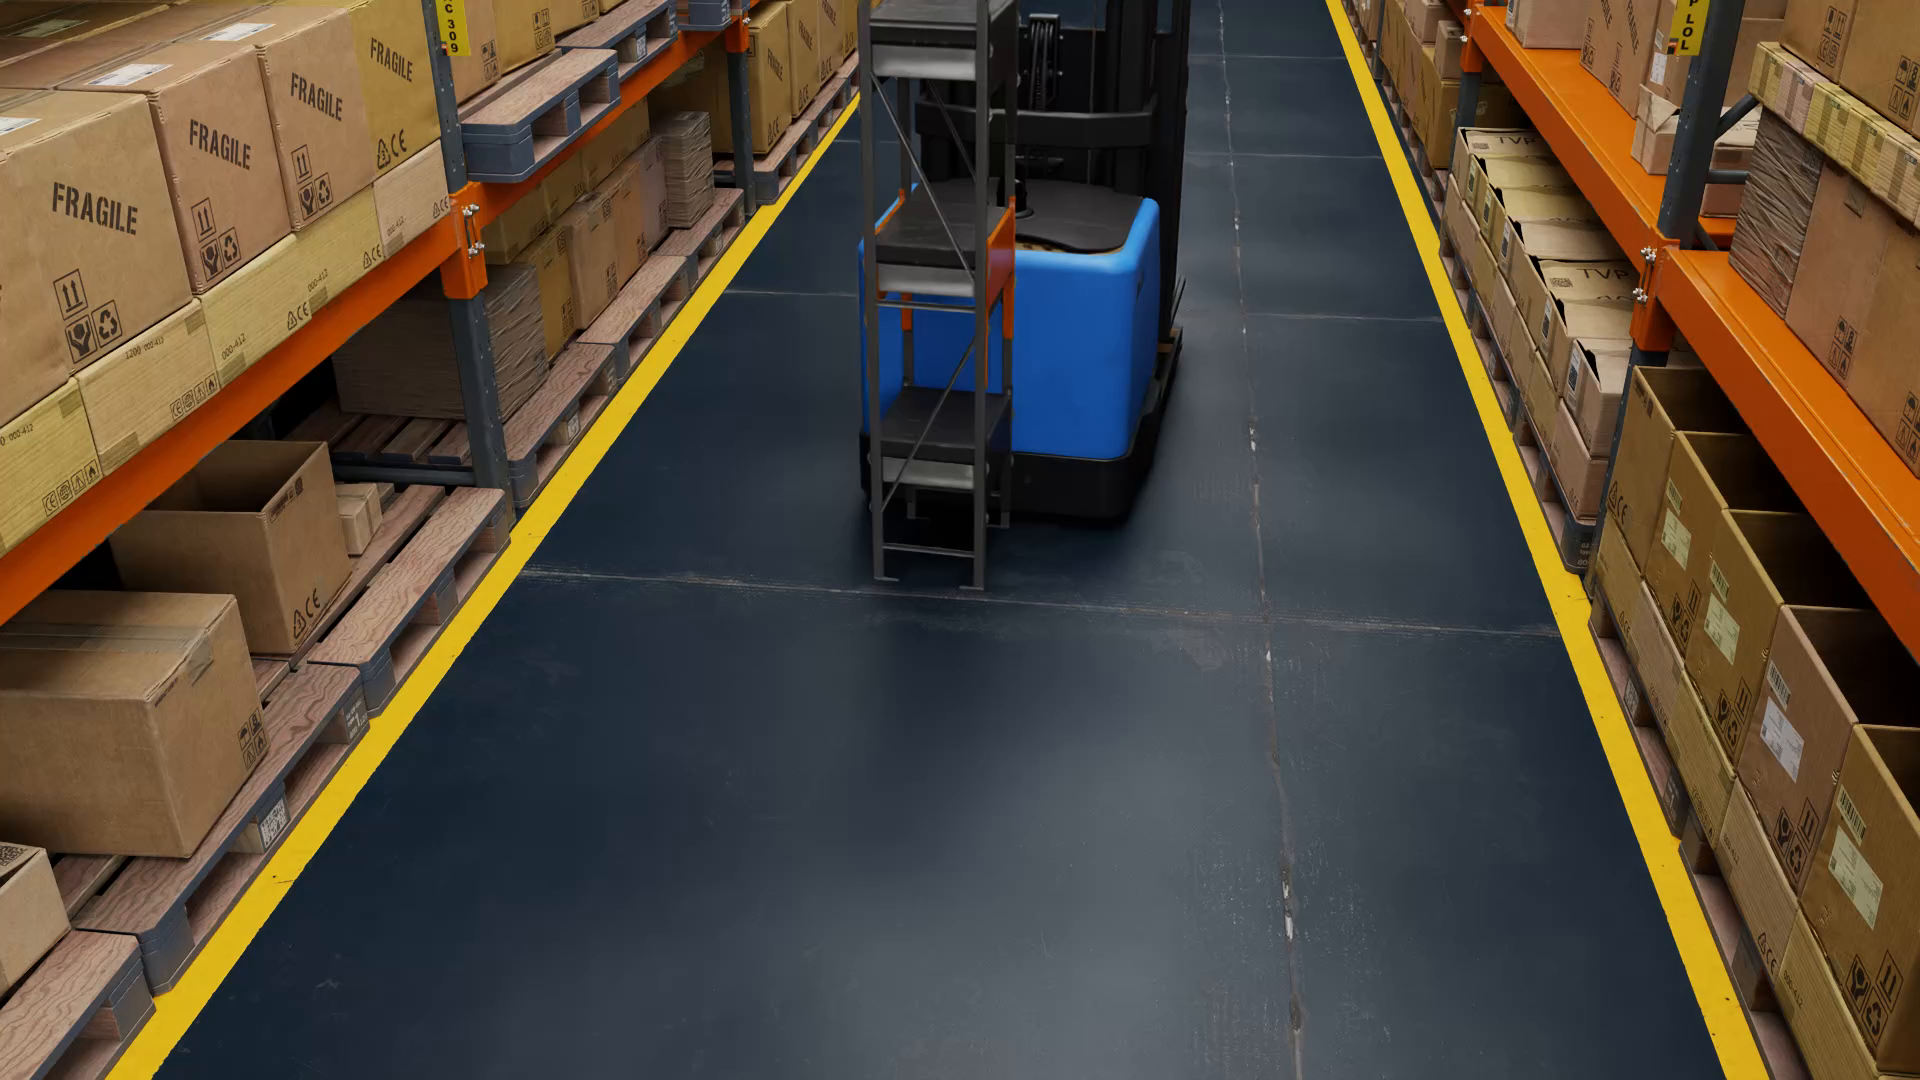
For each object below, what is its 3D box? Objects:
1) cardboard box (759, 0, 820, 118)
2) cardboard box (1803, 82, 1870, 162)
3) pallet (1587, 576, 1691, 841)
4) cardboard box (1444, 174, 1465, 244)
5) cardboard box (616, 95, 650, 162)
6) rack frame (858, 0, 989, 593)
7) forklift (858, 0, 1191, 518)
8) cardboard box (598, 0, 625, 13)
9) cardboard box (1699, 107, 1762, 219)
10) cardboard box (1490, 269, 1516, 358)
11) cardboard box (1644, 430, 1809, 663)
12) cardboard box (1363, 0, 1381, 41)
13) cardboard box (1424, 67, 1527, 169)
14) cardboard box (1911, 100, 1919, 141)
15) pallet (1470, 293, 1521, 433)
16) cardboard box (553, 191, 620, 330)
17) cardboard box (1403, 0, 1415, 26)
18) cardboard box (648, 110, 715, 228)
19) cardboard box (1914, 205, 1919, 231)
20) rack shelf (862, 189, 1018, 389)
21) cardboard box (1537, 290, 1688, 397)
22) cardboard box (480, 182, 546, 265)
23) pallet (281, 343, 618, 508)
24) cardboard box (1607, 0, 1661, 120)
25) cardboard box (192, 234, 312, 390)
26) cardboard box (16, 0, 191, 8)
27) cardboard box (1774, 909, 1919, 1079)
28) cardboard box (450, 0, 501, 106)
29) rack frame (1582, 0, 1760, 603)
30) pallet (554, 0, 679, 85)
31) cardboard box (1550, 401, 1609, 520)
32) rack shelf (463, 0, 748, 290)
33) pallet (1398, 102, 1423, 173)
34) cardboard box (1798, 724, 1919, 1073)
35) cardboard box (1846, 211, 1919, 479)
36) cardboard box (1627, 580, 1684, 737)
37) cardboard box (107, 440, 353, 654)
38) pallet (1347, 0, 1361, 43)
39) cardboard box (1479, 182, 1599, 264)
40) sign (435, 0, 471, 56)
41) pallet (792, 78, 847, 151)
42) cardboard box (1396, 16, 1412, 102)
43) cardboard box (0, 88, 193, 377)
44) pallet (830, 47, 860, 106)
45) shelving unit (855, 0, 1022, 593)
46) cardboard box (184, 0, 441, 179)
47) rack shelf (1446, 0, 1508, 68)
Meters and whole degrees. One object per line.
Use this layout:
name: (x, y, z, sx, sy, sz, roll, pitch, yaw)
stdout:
cardboard box: (-1.377, -3.258, 10.959, 0.750, 0.750, 0.750, 3, 28, 6)
cardboard box: (2.430, -1.075, 4.293, 0.380, 0.149, 0.250, 3, 28, 5)
pallet: (2.577, 0.499, 5.101, 1.003, 0.211, 1.213, 3, 28, 6)
cardboard box: (2.850, -1.728, 8.751, 0.500, 0.250, 0.500, 3, 28, 6)
cardboard box: (-1.880, -2.086, 8.341, 0.500, 0.250, 0.500, 4, 29, 7)
rack frame: (-0.112, -0.761, 5.448, 0.400, 2.100, 0.015, 6, 29, 11)
forklift: (0.428, -2.053, 6.971, 1.130, 2.935, 3.031, 6, 29, 11)
cardboard box: (-1.889, -2.697, 7.525, 0.700, 0.500, 0.500, 3, 28, 6)
cardboard box: (2.733, -1.269, 5.600, 0.500, 0.250, 0.500, 5, 29, 9)
cardboard box: (2.669, -1.005, 7.409, 0.500, 0.250, 0.500, 4, 29, 7)
cardboard box: (2.295, 0.031, 4.695, 0.500, 0.500, 0.500, 3, 28, 6)
cardboard box: (3.484, -4.244, 13.137, 0.500, 0.500, 0.500, 3, 28, 6)
cardboard box: (3.087, -2.530, 9.956, 0.500, 0.500, 0.500, 4, 29, 8)
cardboard box: (2.545, -1.033, 3.531, 0.700, 0.500, 0.500, 3, 28, 6)
pallet: (2.914, -0.798, 7.508, 1.003, 0.211, 1.213, 3, 28, 6)
cardboard box: (-2.011, -1.311, 7.693, 0.700, 0.500, 0.500, 4, 29, 7)
cardboard box: (3.272, -3.605, 11.160, 0.500, 0.250, 0.500, 3, 29, 6)
cardboard box: (-1.747, -2.021, 9.010, 0.700, 0.500, 0.500, 4, 29, 7)
cardboard box: (2.337, -0.708, 3.612, 0.380, 0.149, 0.250, 3, 28, 5)
rack shelf: (-0.060, -0.862, 5.664, 0.431, 0.518, 0.480, 6, 29, 11)
cardboard box: (2.538, -0.774, 6.389, 0.500, 0.311, 0.500, 4, 29, 8)
cardboard box: (-2.077, -1.365, 7.002, 0.500, 0.250, 0.500, 3, 28, 5)
pallet: (-2.107, -0.525, 7.003, 1.003, 0.211, 1.213, 3, 28, 6)
cardboard box: (2.952, -1.989, 6.673, 0.500, 0.500, 0.500, 3, 28, 6)
cardboard box: (-2.074, -0.617, 4.370, 0.500, 0.250, 0.500, 3, 28, 6)
cardboard box: (-2.466, -1.450, 5.126, 0.500, 0.500, 0.500, 3, 28, 5)
cardboard box: (2.107, 1.067, 3.563, 0.500, 0.250, 0.500, 3, 28, 6)
cardboard box: (-2.105, -1.862, 5.974, 0.700, 0.500, 0.500, 3, 29, 6)
rack frame: (2.716, -1.100, 5.130, 1.000, 3.000, 0.127, 3, 28, 6)
pallet: (-1.913, -2.251, 7.467, 1.003, 0.211, 1.213, 3, 28, 6)
cardboard box: (2.479, -0.287, 6.076, 0.500, 0.250, 0.500, 3, 28, 6)
rack shelf: (-1.956, -2.011, 7.579, 1.077, 0.370, 4.000, 3, 28, 6)
pallet: (3.487, -2.677, 10.997, 1.003, 0.211, 1.213, 3, 28, 6)
cardboard box: (2.104, 0.737, 3.386, 0.500, 0.500, 0.500, 3, 28, 6)
cardboard box: (2.544, -0.451, 3.818, 0.700, 0.500, 0.500, 4, 29, 7)
cardboard box: (2.292, 0.361, 4.874, 0.500, 0.250, 0.500, 3, 28, 6)
cardboard box: (-2.289, 0.011, 5.238, 0.500, 0.500, 0.500, 1, 28, 2)
pallet: (3.928, -4.537, 14.450, 1.003, 0.211, 1.213, 3, 28, 6)
cardboard box: (2.729, -1.487, 7.713, 0.500, 0.311, 0.500, 3, 28, 5)
sign: (-1.662, -1.740, 5.404, 0.100, 0.325, 0.005, 3, 28, 6)
pallet: (-1.388, -2.981, 11.561, 1.003, 0.211, 1.213, 3, 28, 6)
cardboard box: (3.272, -3.259, 11.309, 0.500, 0.500, 0.500, 4, 29, 7)
cardboard box: (-2.143, -0.702, 3.737, 0.500, 0.500, 0.500, 4, 29, 8)
pallet: (-1.241, -3.557, 12.630, 1.003, 0.211, 1.213, 3, 28, 6)
shelving unit: (-0.060, -0.874, 5.658, 0.431, 2.100, 0.503, 6, 29, 11)
cardboard box: (-1.952, -1.419, 5.067, 0.500, 0.500, 0.500, 3, 28, 6)
rack shelf: (3.451, -3.608, 10.543, 1.077, 0.370, 4.000, 3, 28, 6)
